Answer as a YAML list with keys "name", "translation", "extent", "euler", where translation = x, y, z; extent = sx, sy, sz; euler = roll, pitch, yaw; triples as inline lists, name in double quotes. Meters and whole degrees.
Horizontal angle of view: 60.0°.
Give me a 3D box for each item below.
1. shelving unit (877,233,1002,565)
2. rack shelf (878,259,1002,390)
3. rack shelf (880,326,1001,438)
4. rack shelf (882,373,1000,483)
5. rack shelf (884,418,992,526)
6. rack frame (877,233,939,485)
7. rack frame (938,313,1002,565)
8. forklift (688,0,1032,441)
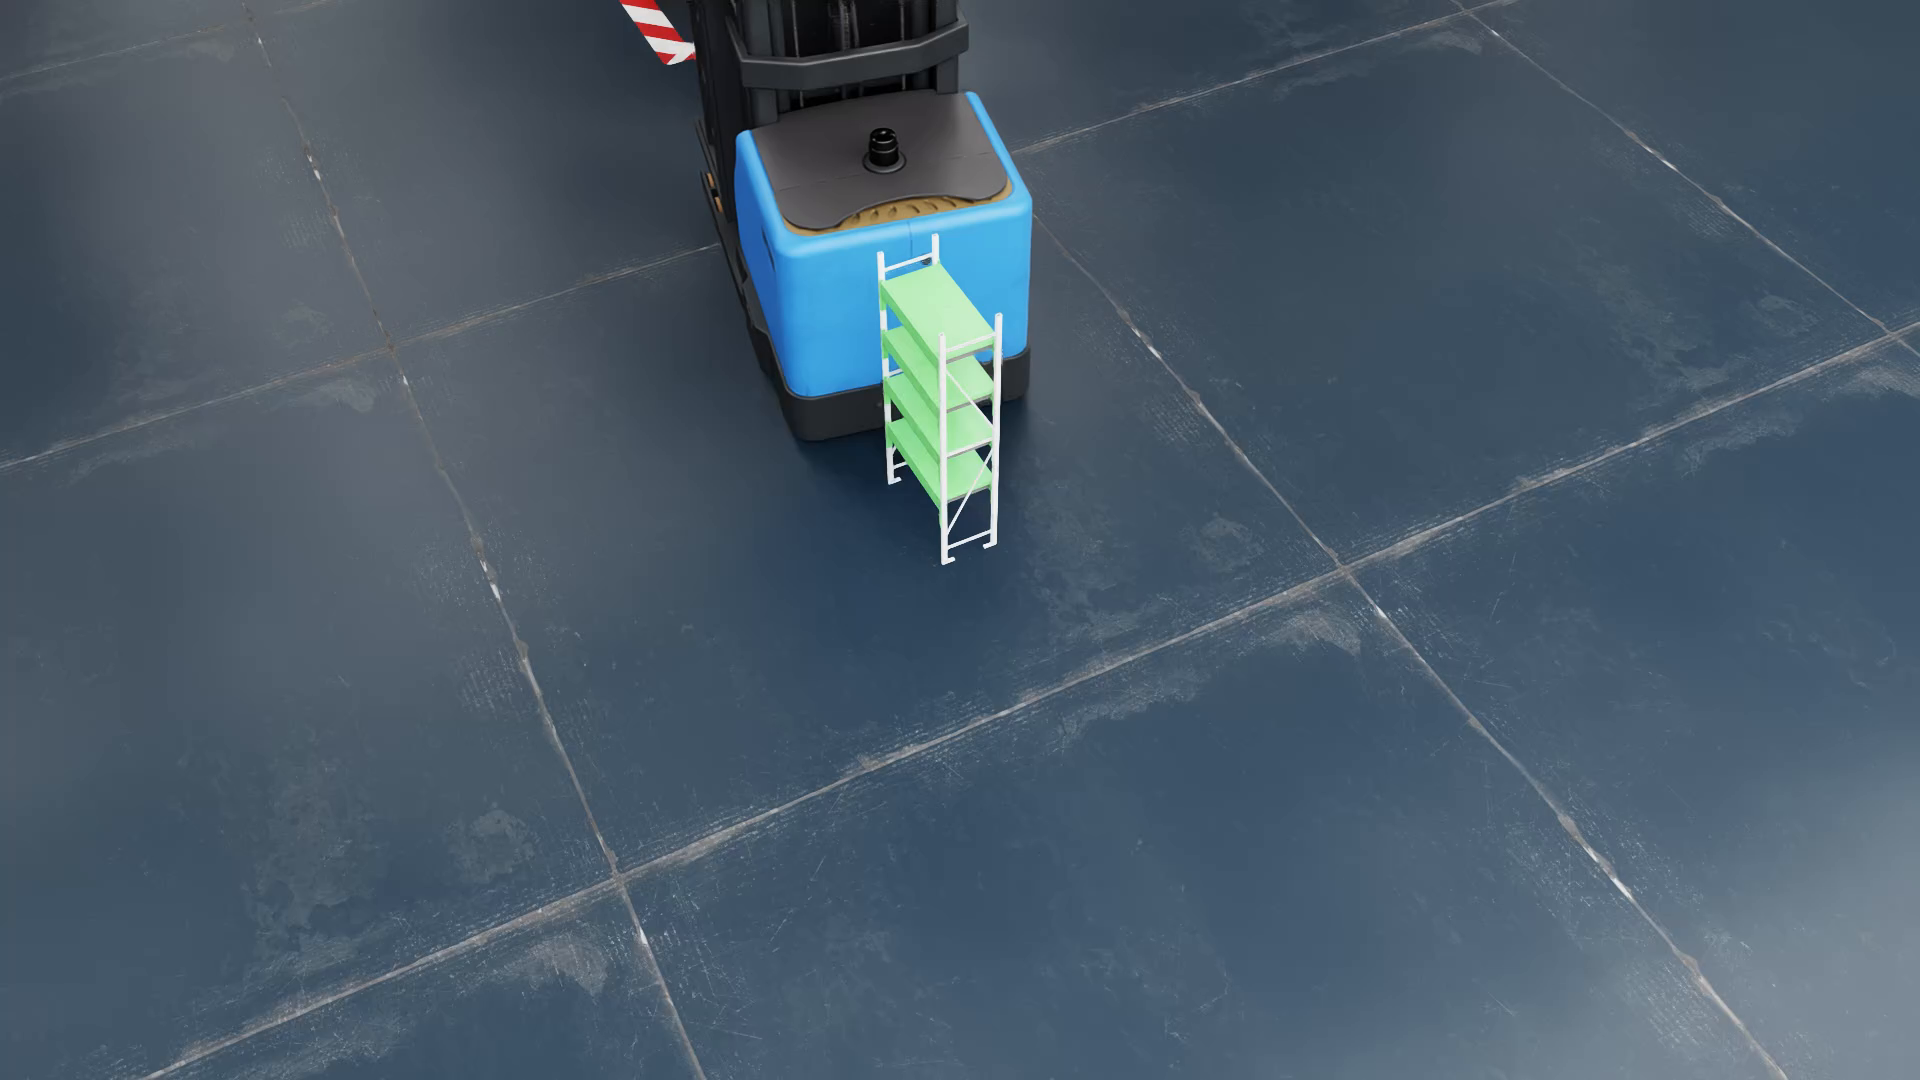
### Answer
- name: "shelving unit"
  translation: [-0.076, -0.506, 6.288]
  extent: [0.258, 1.200, 0.503]
  euler: [-21, 52, -18]
- name: "rack shelf"
  translation: [-0.076, -0.780, 5.975]
  extent: [0.258, 0.148, 0.480]
  euler: [-21, 52, -18]
- name: "rack shelf"
  translation: [-0.076, -0.622, 6.155]
  extent: [0.258, 0.148, 0.480]
  euler: [-21, 52, -18]
- name: "rack shelf"
  translation: [-0.076, -0.464, 6.336]
  extent: [0.258, 0.148, 0.480]
  euler: [-21, 52, -18]
- name: "rack shelf"
  translation: [-0.076, -0.306, 6.517]
  extent: [0.258, 0.148, 0.480]
  euler: [-21, 52, -18]
- name: "rack frame"
  translation: [-0.187, -0.669, 6.431]
  extent: [0.240, 1.200, 0.015]
  euler: [-21, 52, -18]
- name: "rack frame"
  translation: [0.036, -0.342, 6.145]
  extent: [0.240, 1.200, 0.015]
  euler: [-21, 52, -18]
- name: "forklift"
  translation: [-0.614, -2.514, 6.894]
  extent: [1.130, 2.935, 3.031]
  euler: [-13, 50, -11]
